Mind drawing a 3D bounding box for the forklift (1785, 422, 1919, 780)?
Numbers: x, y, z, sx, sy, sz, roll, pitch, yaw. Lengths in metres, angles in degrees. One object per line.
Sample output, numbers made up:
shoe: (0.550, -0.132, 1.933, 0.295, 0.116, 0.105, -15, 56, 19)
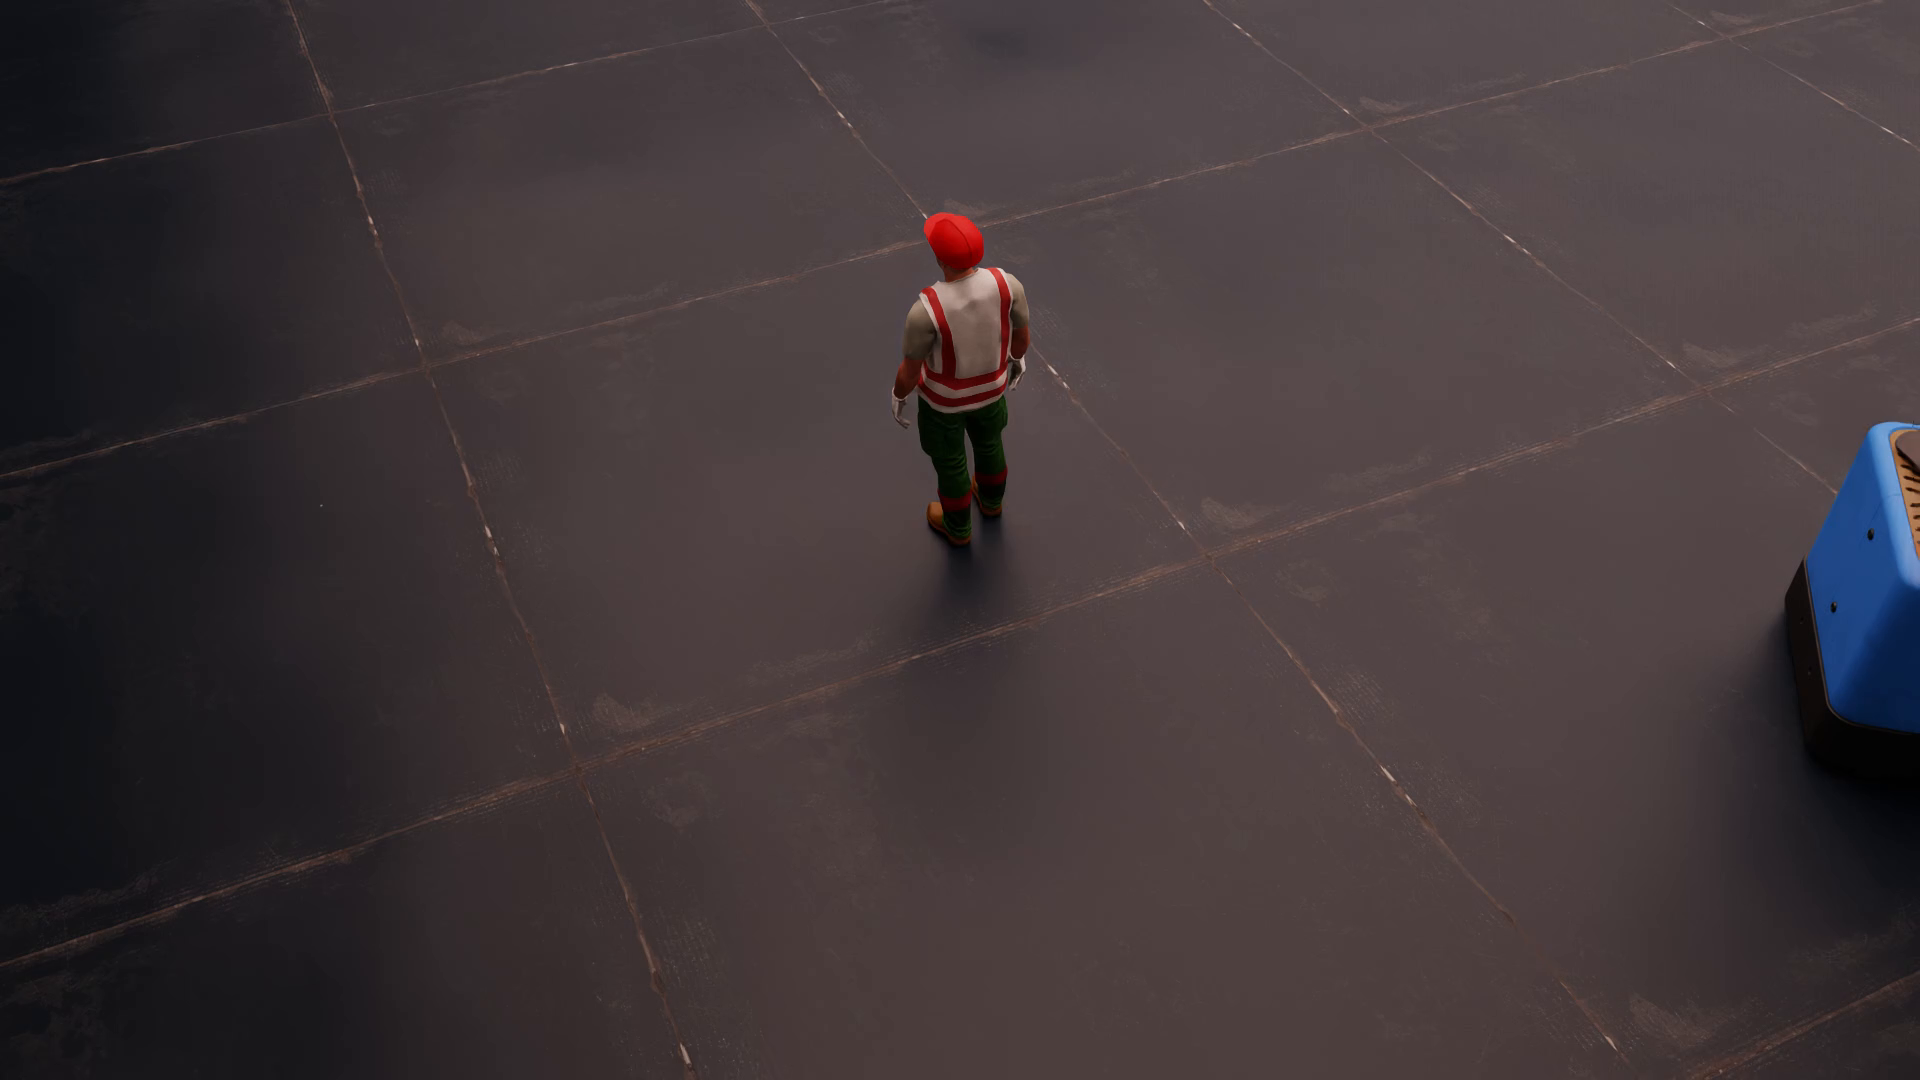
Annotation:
forklift: (5.050, -0.215, 5.910, 3.031, 2.935, 1.130, 10, 44, 10)

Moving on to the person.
person: (-0.023, -0.713, 7.270, 0.637, 1.790, 0.562, -18, 46, -18)
